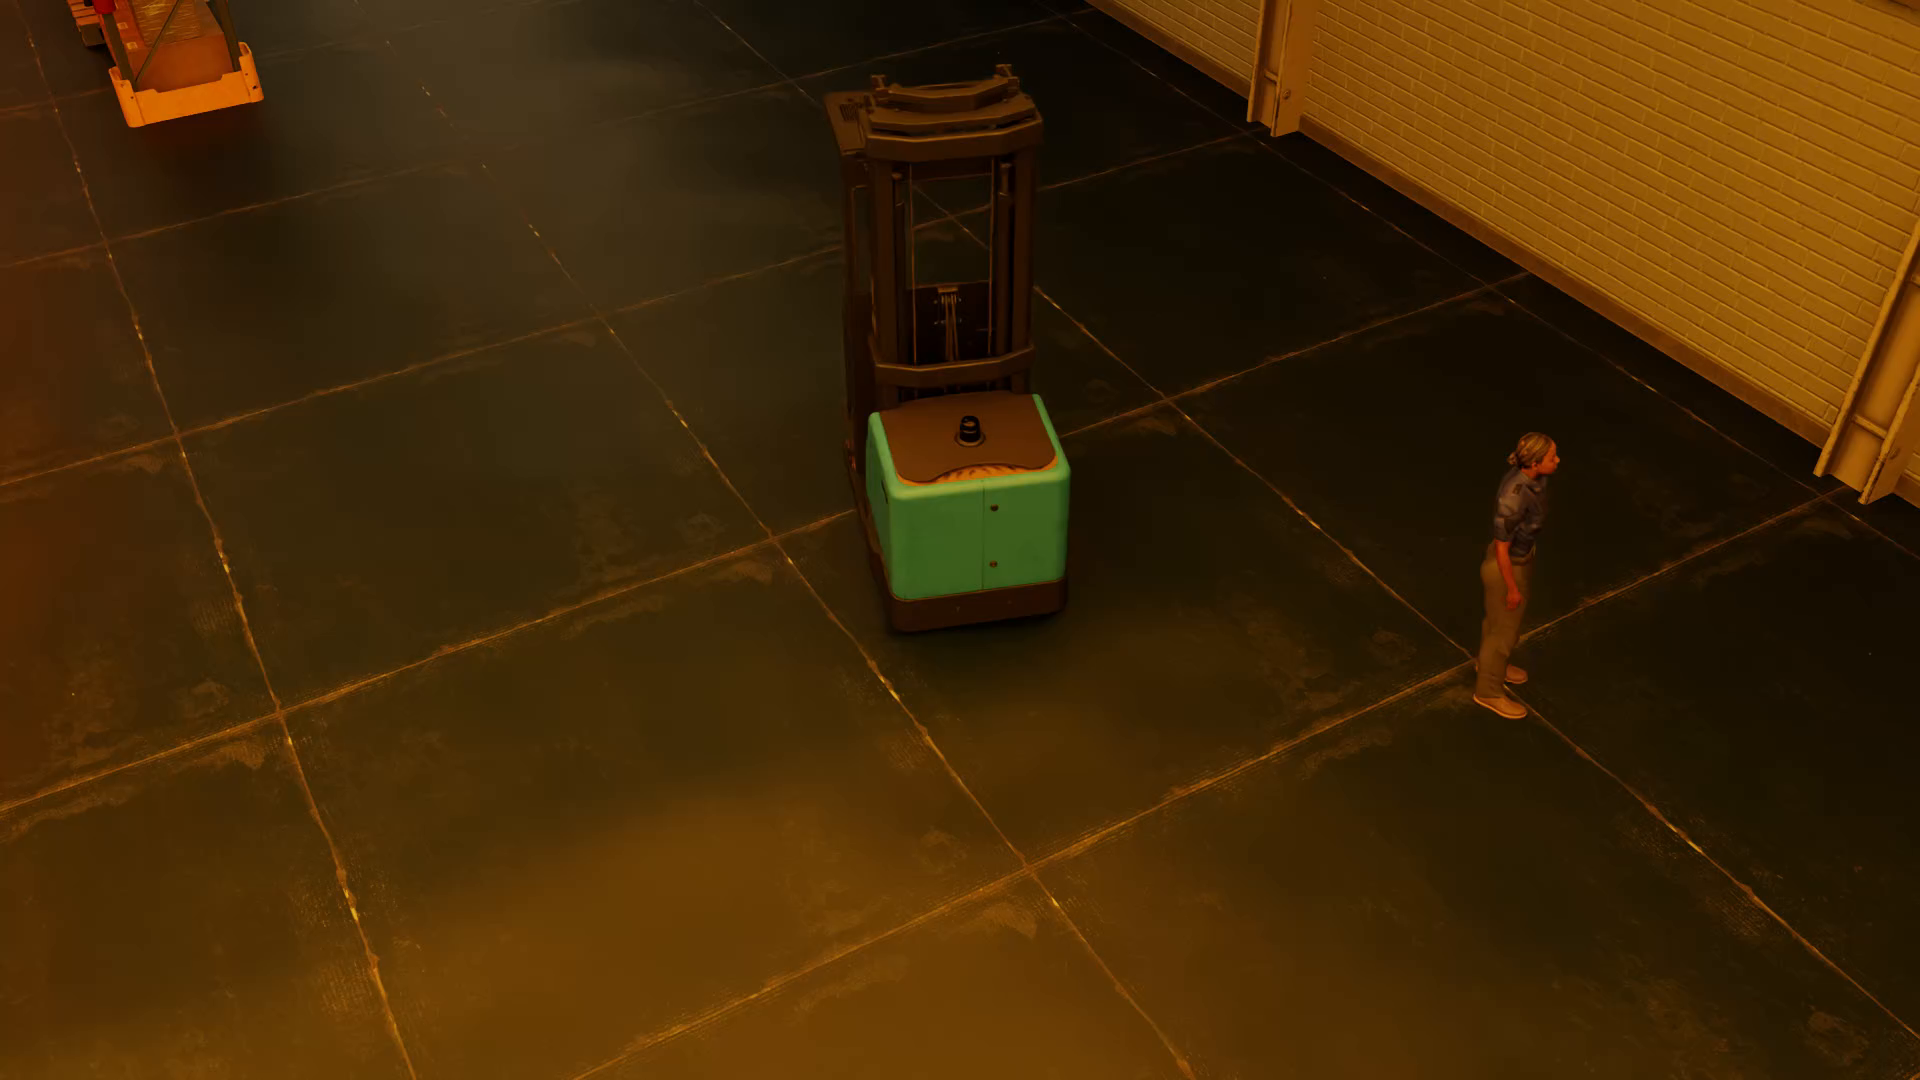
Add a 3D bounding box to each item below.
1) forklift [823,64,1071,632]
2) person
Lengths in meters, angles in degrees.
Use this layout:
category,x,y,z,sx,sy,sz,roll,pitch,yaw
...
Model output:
category,x,y,z,sx,sy,sz,roll,pitch,yaw
forklift,-0.166,-1.543,9.897,1.130,2.935,3.031,-7,40,-9
person,2.993,0.162,8.847,0.456,1.669,0.537,16,42,19
